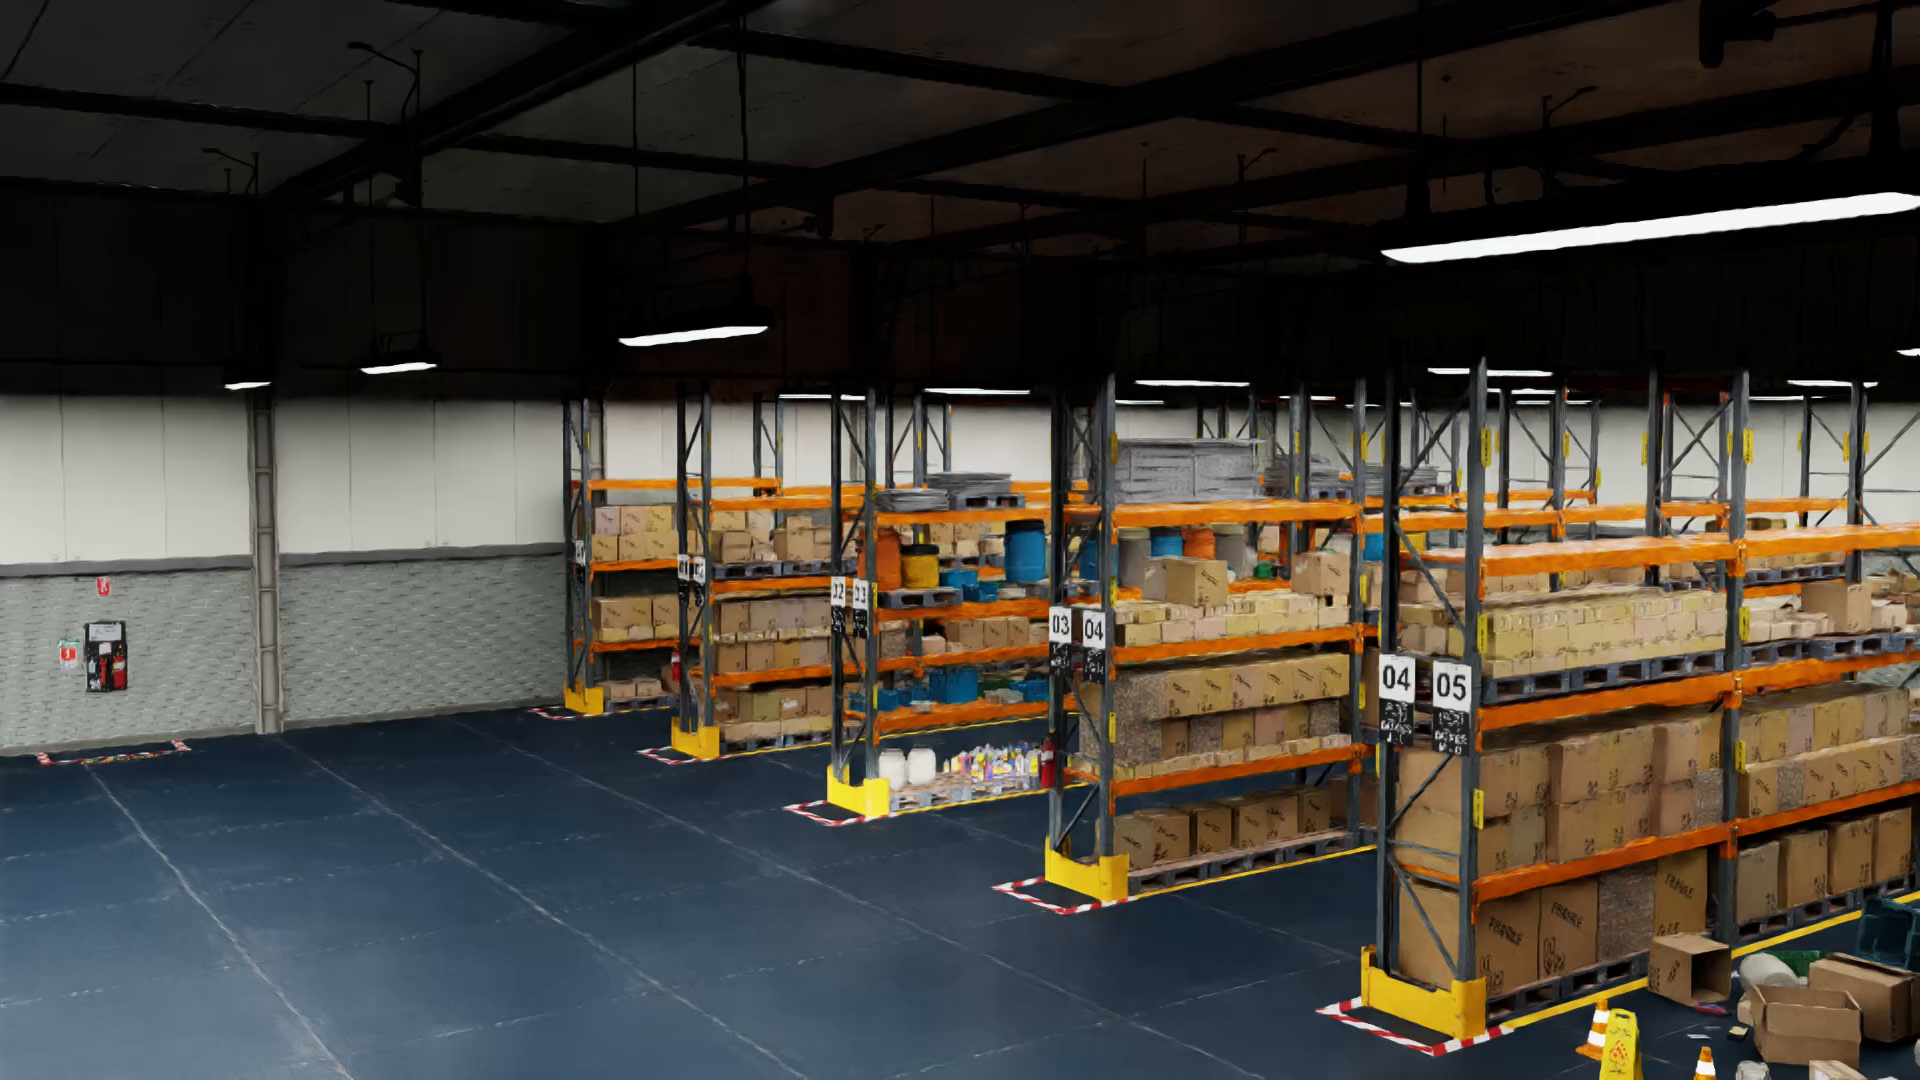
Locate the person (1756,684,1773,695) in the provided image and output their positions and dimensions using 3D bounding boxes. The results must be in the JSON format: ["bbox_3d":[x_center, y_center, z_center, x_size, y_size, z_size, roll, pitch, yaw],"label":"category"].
[{"bbox_3d":[11.230,2.796,23.214,0.463,1.731,0.598,2,4,30],"label":"person"}]

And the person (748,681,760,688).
[{"bbox_3d":[-3.621,2.351,29.852,0.438,1.762,0.632,2,4,25],"label":"person"}]
